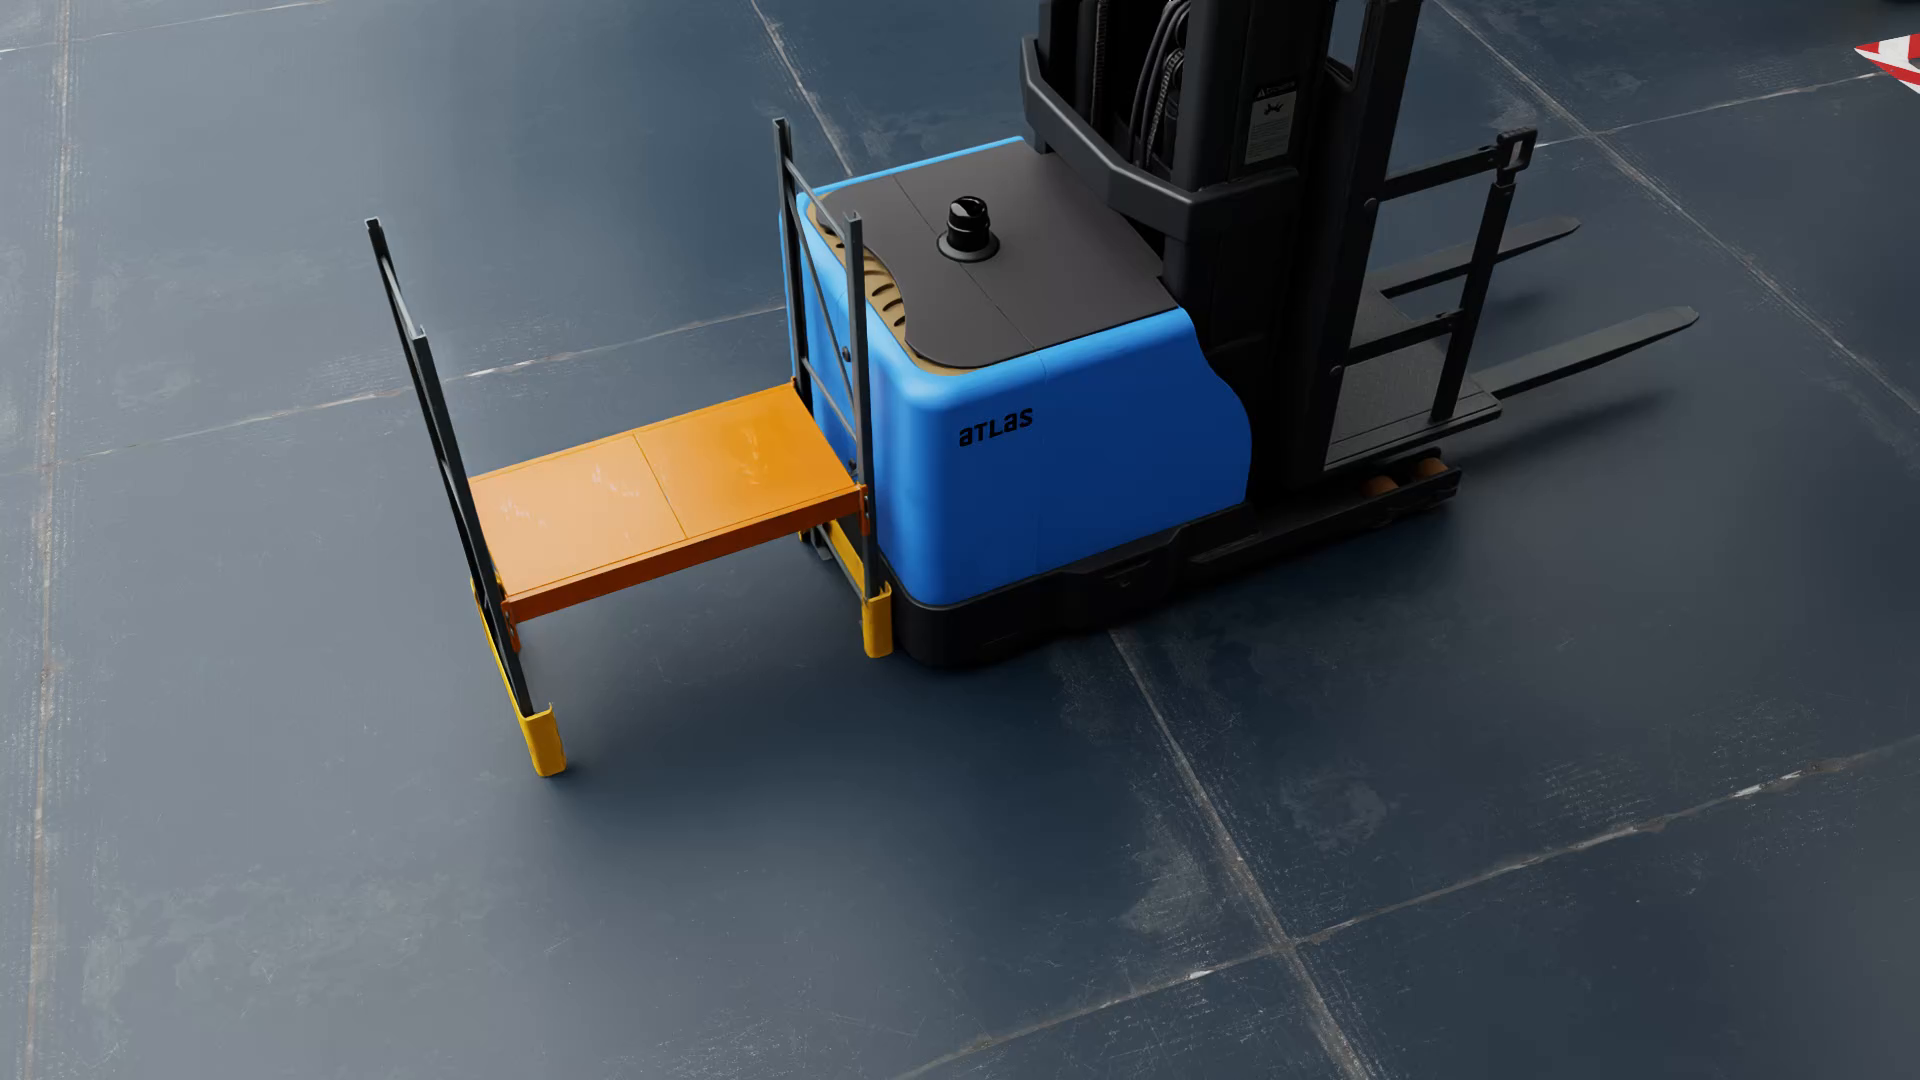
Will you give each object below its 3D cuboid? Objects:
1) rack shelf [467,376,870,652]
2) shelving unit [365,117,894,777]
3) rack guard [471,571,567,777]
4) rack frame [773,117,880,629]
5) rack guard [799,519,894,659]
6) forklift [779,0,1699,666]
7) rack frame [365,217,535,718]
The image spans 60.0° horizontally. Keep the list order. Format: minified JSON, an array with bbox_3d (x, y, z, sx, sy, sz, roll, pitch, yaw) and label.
[{"bbox_3d":[-0.809,-0.092,4.537,1.000,0.185,0.538,-19,48,-18],"label":"rack shelf"},{"bbox_3d":[-0.801,-0.222,4.412,1.083,1.500,0.587,-19,48,-18],"label":"shelving unit"},{"bbox_3d":[-1.250,0.372,4.702,0.087,0.250,0.587,-19,48,-18],"label":"rack guard"},{"bbox_3d":[-0.351,-0.375,4.565,0.032,1.500,0.500,-19,48,-18],"label":"rack frame"},{"bbox_3d":[-0.352,0.067,5.007,0.087,0.250,0.587,-19,48,-18],"label":"rack guard"},{"bbox_3d":[1.029,-1.394,4.570,3.031,2.935,1.130,-19,48,-18],"label":"forklift"},{"bbox_3d":[-1.267,-0.063,4.254,0.032,1.500,0.500,-19,48,-18],"label":"rack frame"}]
